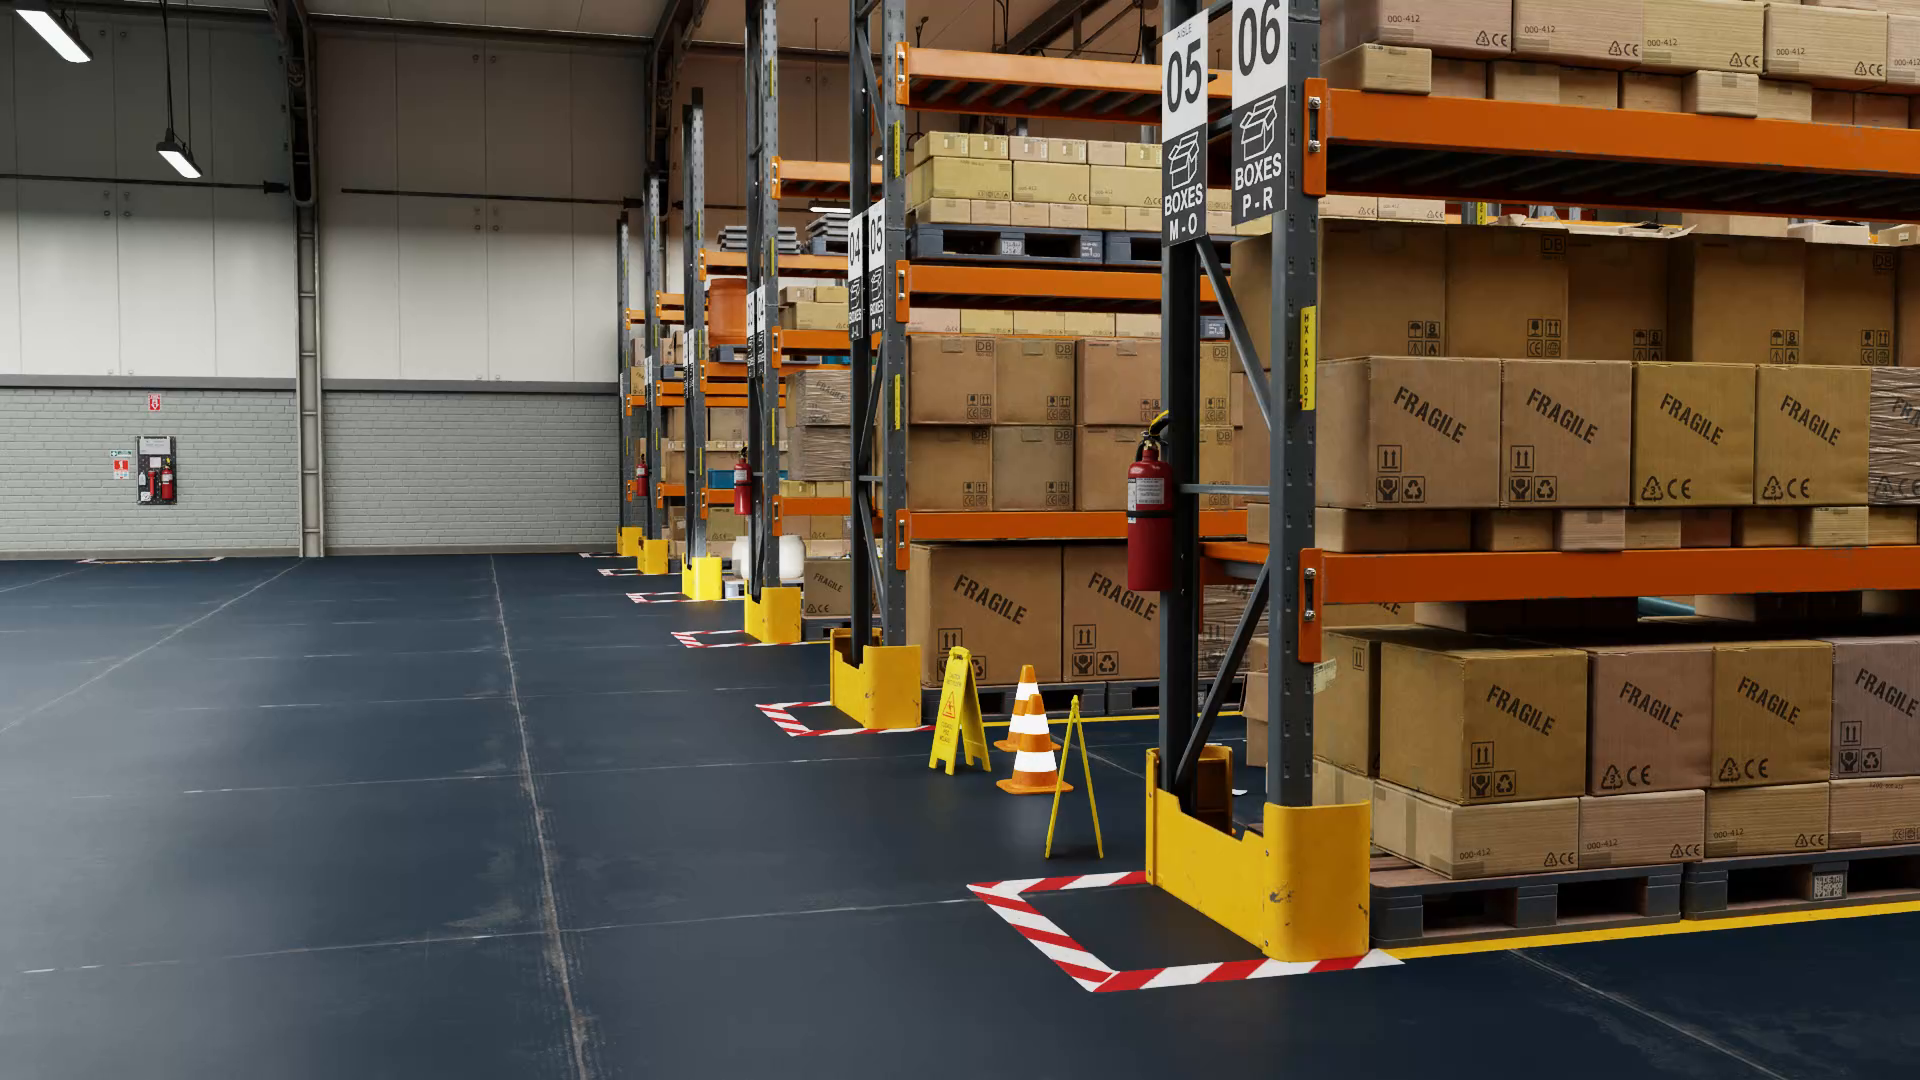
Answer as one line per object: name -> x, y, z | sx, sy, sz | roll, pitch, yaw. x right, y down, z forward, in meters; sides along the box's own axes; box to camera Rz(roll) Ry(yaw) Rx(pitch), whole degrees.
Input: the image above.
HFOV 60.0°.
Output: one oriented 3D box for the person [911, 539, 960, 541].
person -> -0.264, -0.117, 18.247 | 0.620, 1.780, 0.446 | -1, 3, -20
